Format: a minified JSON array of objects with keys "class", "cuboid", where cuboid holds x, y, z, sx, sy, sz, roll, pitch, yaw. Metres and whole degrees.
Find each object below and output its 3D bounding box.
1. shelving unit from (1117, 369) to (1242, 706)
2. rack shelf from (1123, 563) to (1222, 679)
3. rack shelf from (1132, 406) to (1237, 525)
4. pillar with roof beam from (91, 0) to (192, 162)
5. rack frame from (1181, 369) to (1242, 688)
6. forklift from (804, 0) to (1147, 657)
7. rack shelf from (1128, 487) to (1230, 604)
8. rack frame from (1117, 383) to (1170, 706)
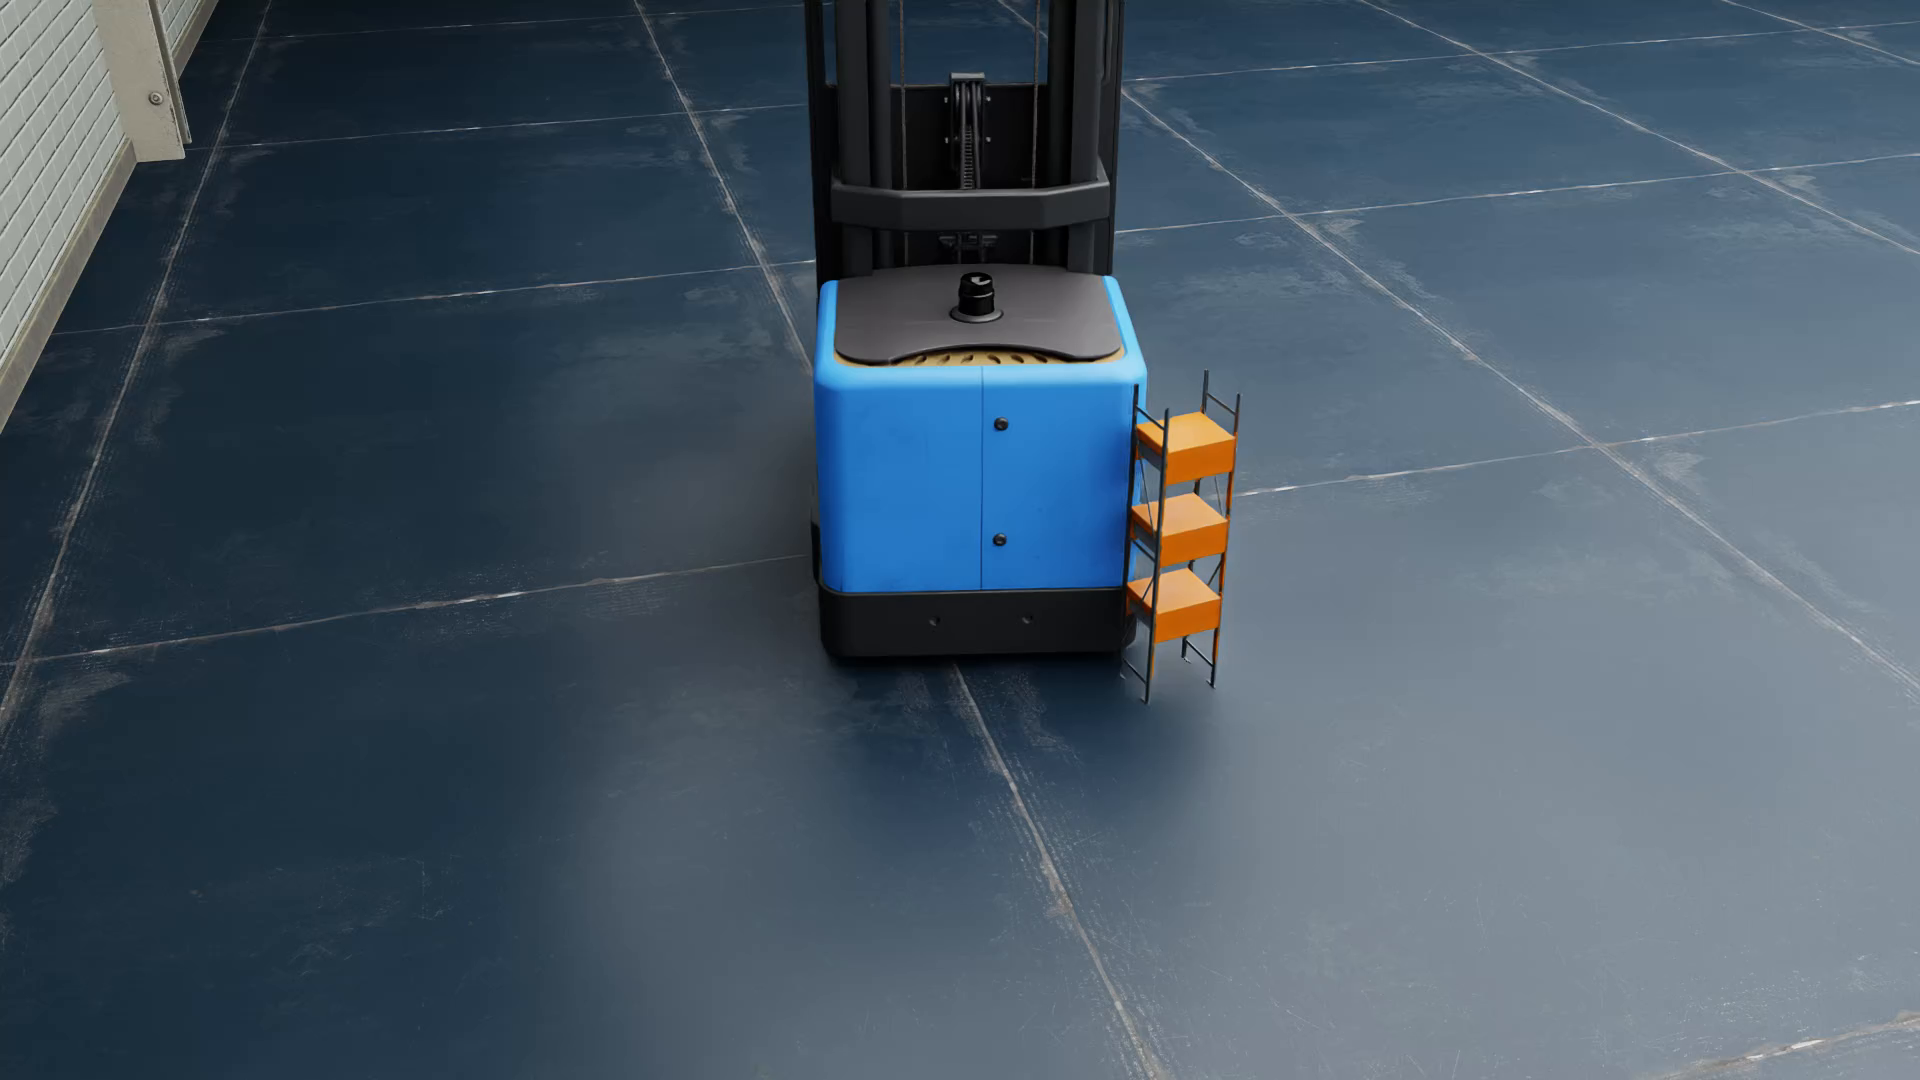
[{"class":"shelving unit","cuboid":[0.675,0.007,5.190,0.252,1.050,0.215,-13,32,-21]},{"class":"rack shelf","cuboid":[0.675,0.257,5.335,0.240,0.259,0.215,-13,32,-21]},{"class":"rack shelf","cuboid":[0.675,-0.230,5.053,0.240,0.259,0.215,-13,32,-21]},{"class":"pillar with roof beam","cuboid":[-0.880,-6.916,9.216,9.100,9.000,0.400,-8,31,-13]},{"class":"rack frame","cuboid":[0.786,-0.018,5.233,0.008,1.050,0.200,-13,32,-21]},{"class":"forklift","cuboid":[0.005,-1.589,6.070,1.130,2.935,3.031,-1,30,-2]},{"class":"rack shelf","cuboid":[0.675,0.016,5.195,0.240,0.259,0.215,-13,32,-21]},{"class":"rack frame","cuboid":[0.563,0.032,5.147,0.008,1.050,0.200,-13,32,-21]}]
